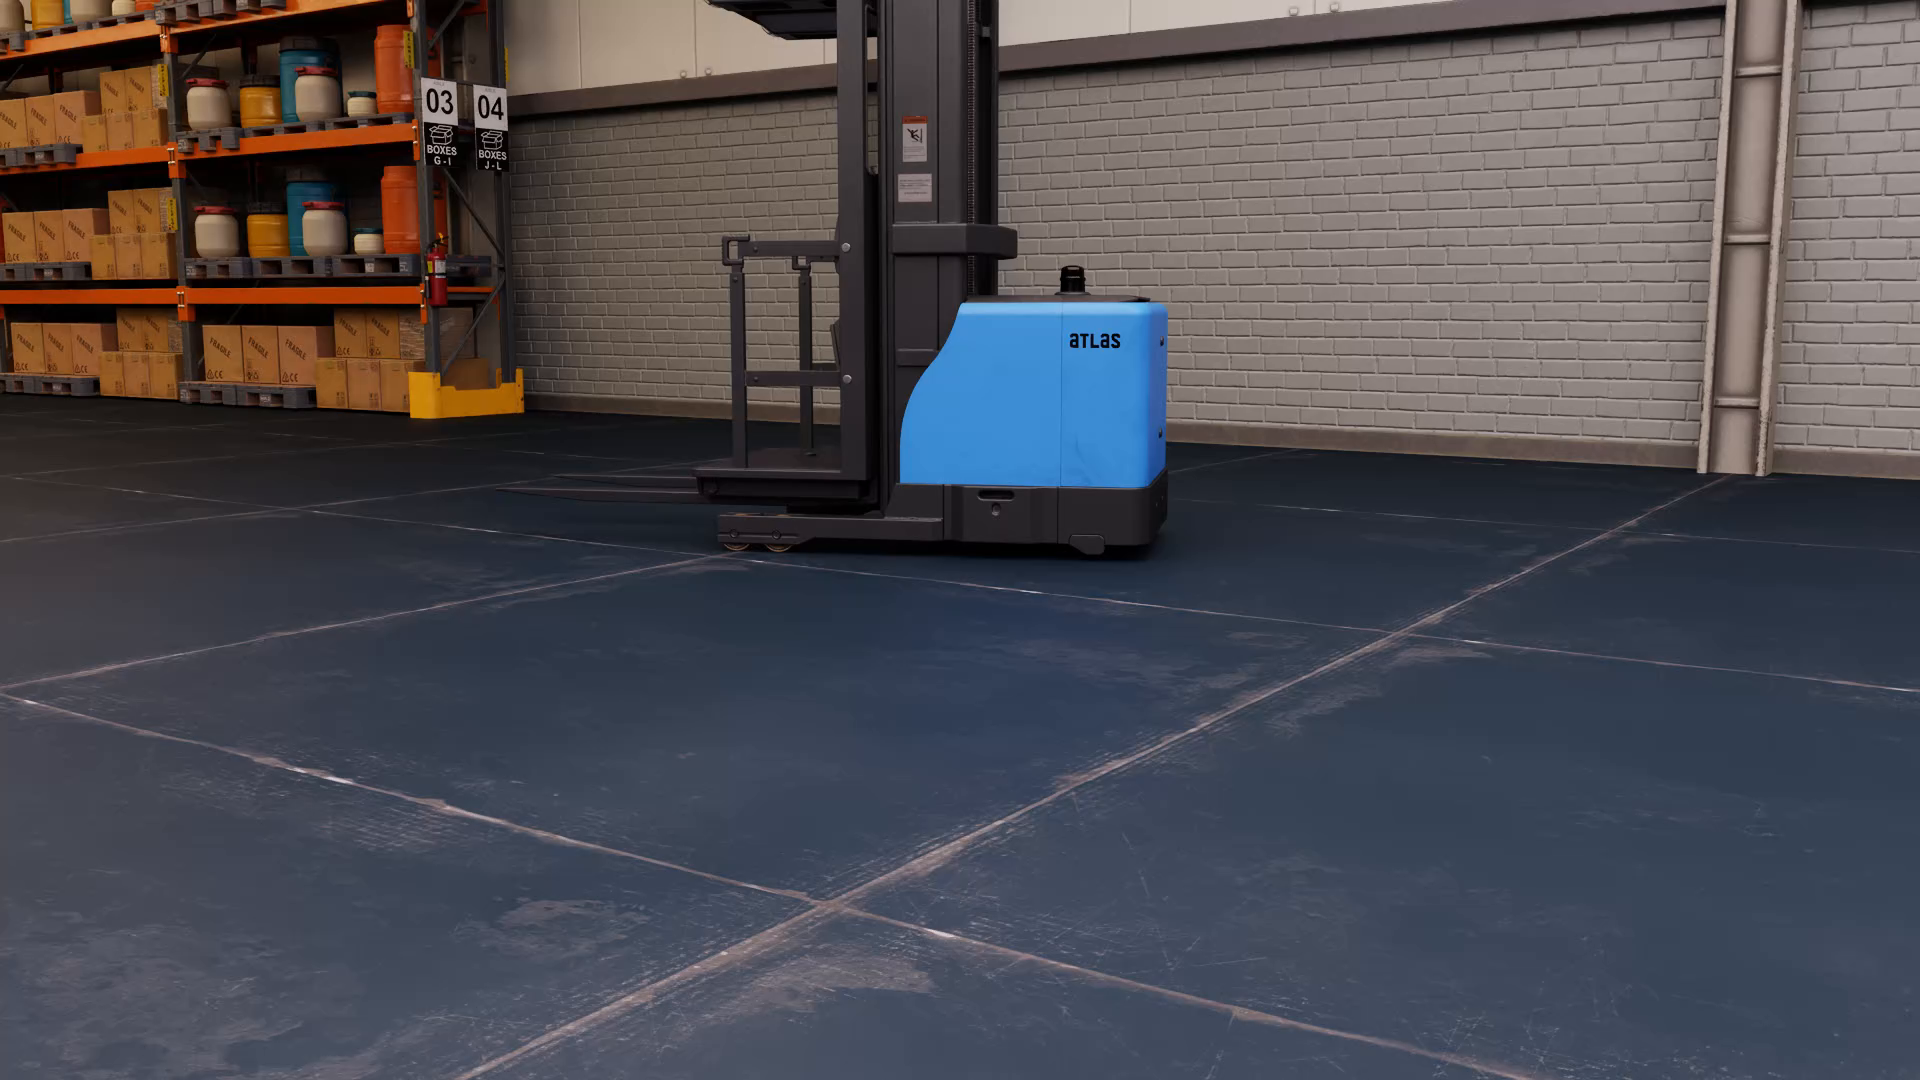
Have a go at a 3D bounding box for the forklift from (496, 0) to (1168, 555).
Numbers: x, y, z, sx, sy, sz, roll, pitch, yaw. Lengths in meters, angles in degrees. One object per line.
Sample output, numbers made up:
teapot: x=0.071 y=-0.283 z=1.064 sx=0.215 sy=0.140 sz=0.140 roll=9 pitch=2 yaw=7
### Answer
forklift: x=-0.596 y=-1.469 z=7.520 sx=3.031 sy=2.935 sz=1.130 roll=2 pitch=8 yaw=12
